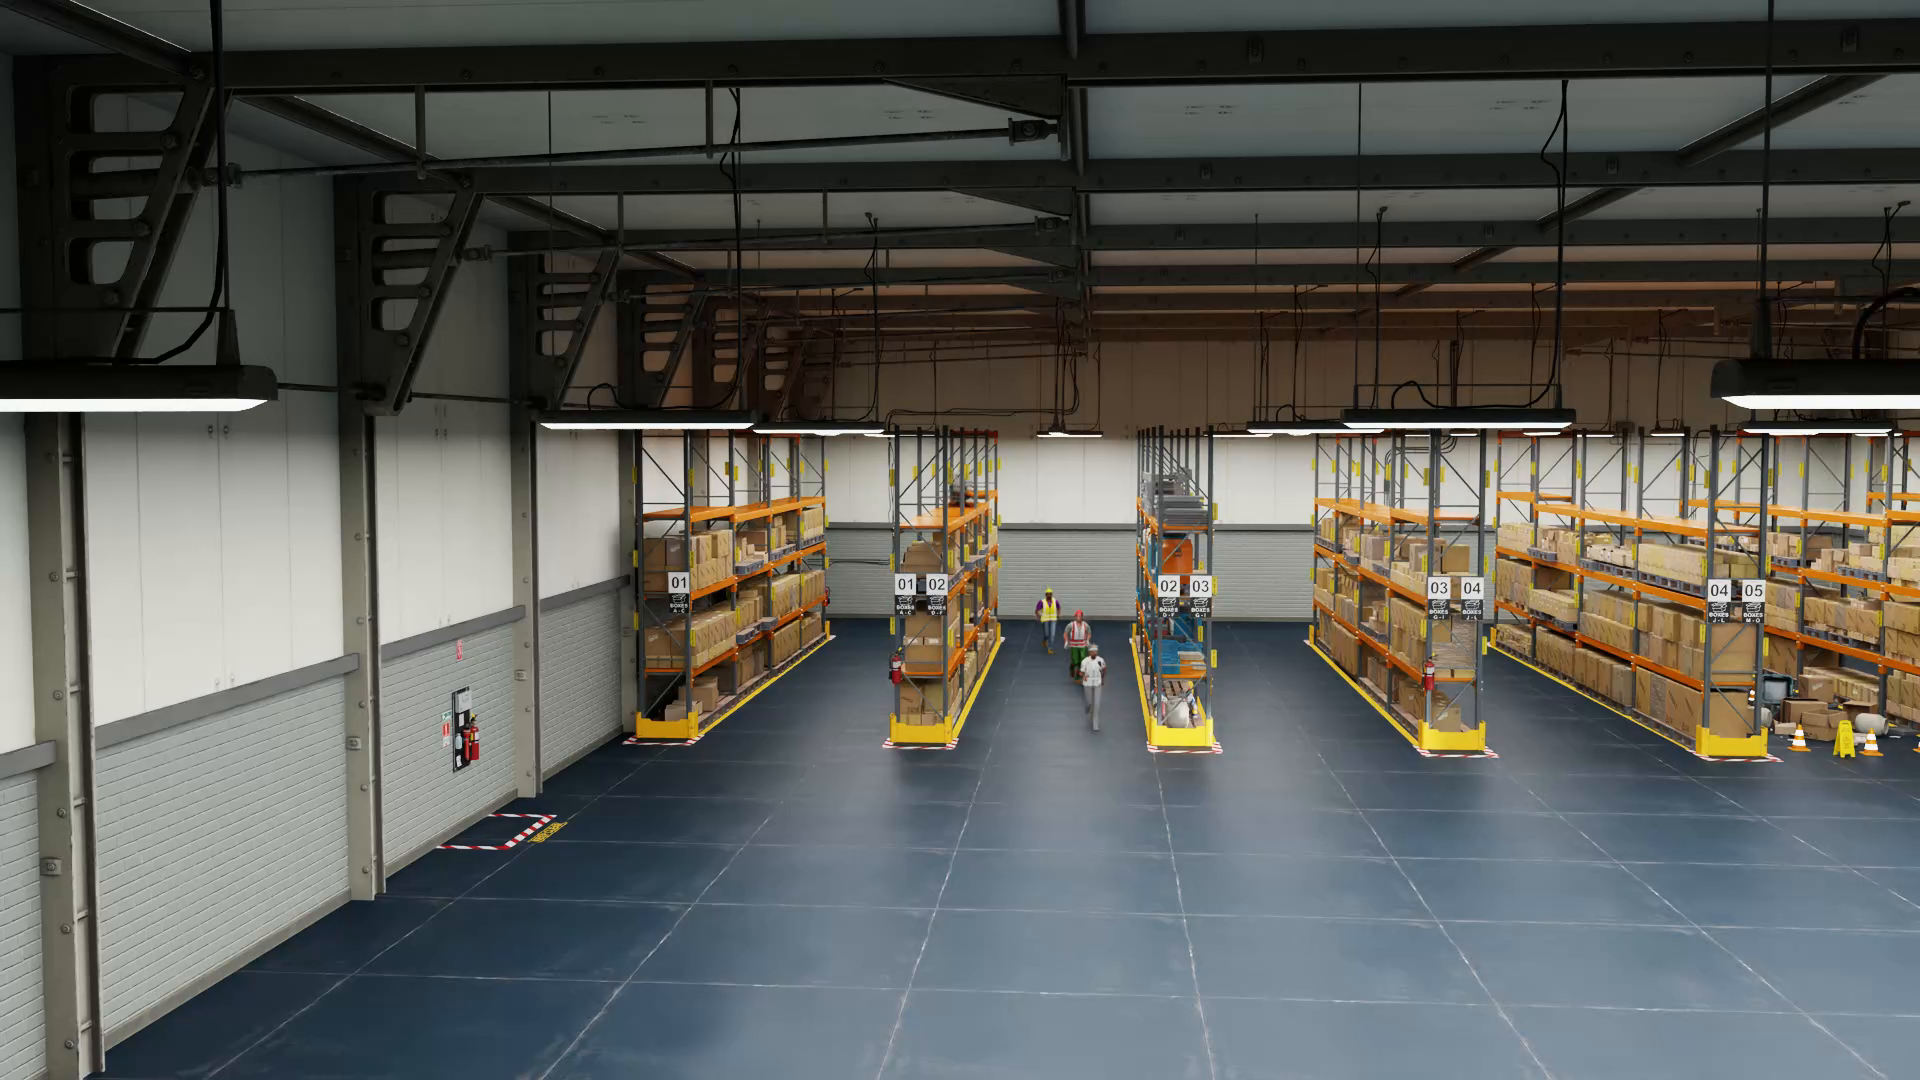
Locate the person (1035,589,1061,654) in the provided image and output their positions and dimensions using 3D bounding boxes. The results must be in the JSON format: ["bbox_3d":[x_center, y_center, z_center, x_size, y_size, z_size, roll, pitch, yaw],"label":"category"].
[{"bbox_3d":[2.398,2.177,44.853,0.710,1.737,0.677,-1,3,-9],"label":"person"}]

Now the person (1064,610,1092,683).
[{"bbox_3d":[2.772,2.508,39.036,0.659,1.731,0.635,0,3,-8],"label":"person"}]

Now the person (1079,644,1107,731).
[{"bbox_3d":[2.648,2.893,33.133,0.562,1.682,0.889,0,3,0],"label":"person"}]

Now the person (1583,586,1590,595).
[{"bbox_3d":[16.991,2.175,45.181,0.675,1.693,0.762,-1,3,-9],"label":"person"}]
